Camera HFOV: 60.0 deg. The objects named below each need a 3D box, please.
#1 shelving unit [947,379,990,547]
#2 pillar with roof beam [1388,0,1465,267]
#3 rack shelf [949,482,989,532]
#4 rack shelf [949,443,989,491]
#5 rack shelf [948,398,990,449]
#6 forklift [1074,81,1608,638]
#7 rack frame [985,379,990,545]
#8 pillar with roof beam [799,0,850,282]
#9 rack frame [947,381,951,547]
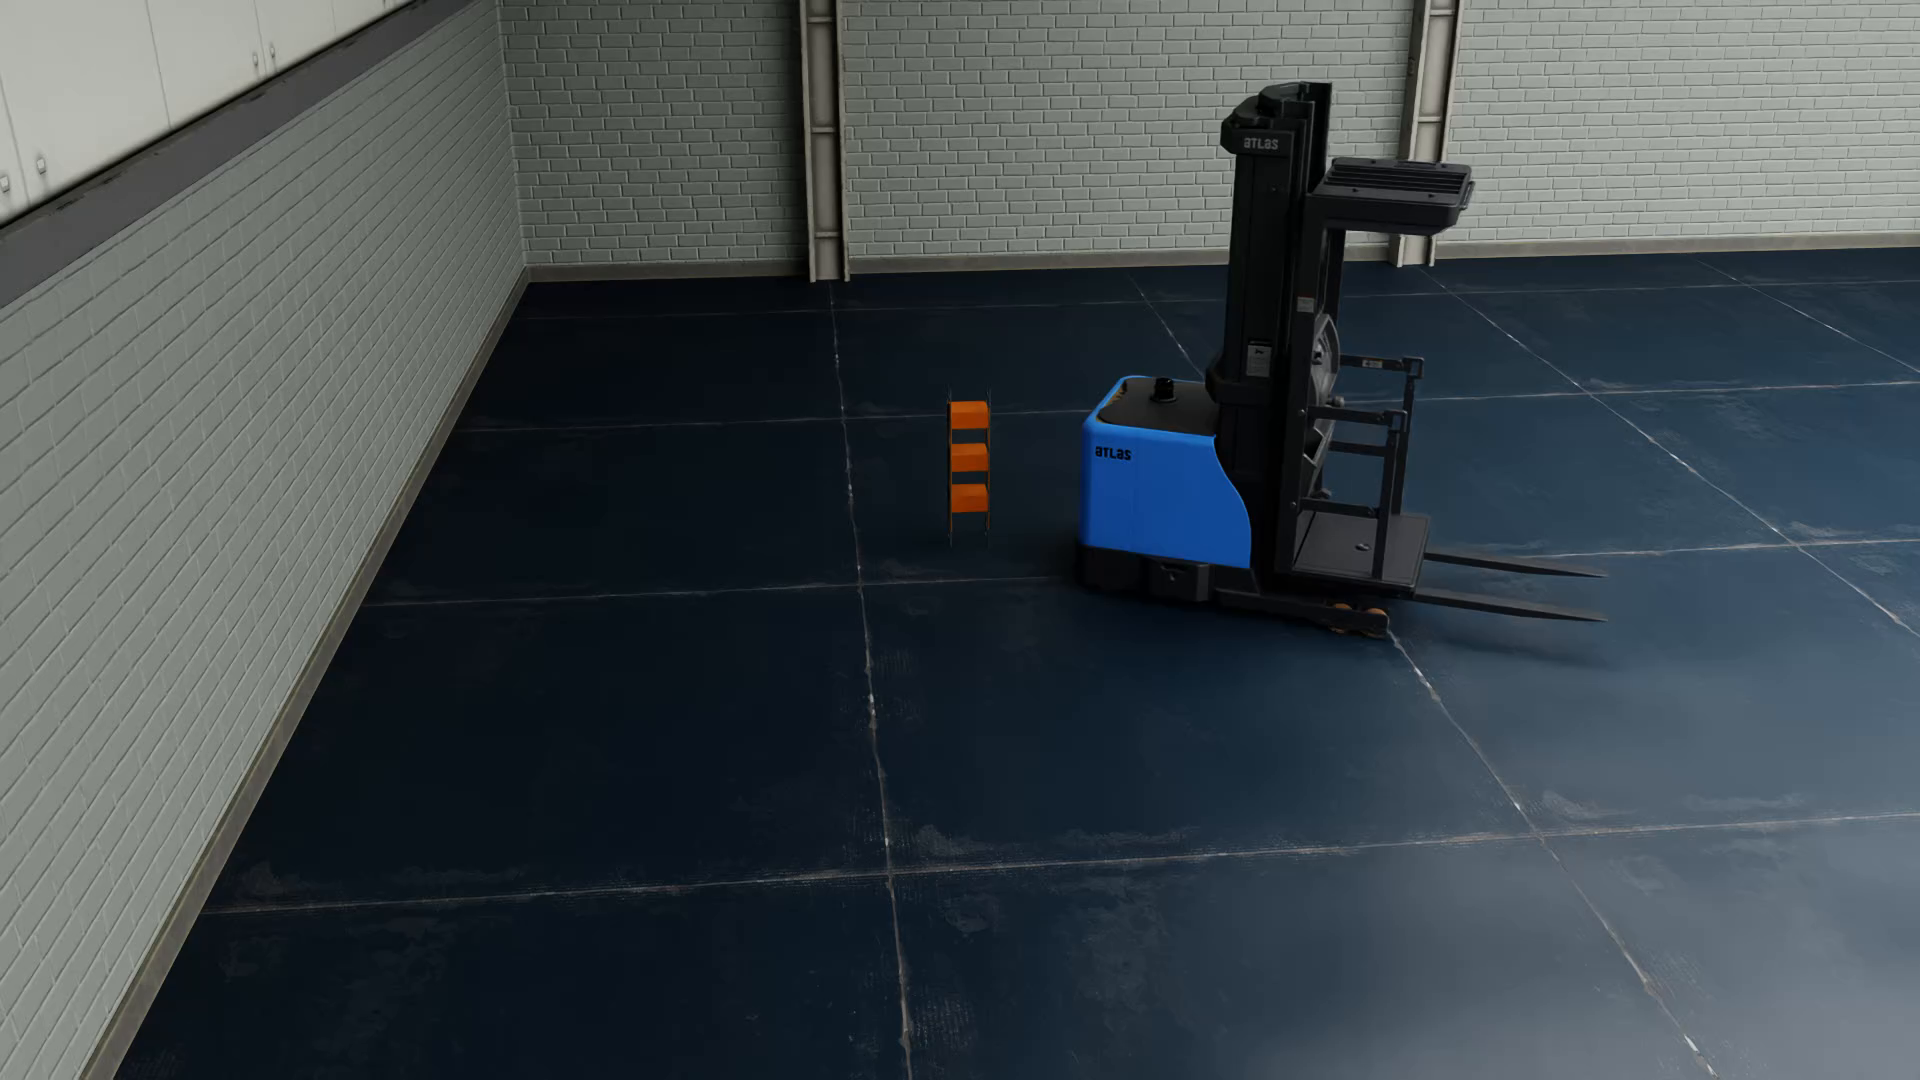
[{"bbox_3d":[0.053,-0.482,10.542,0.252,1.050,0.215,-2,24,-5],"label":"shelving unit"},{"bbox_3d":[5.083,-5.242,11.464,0.400,9.000,9.100,-2,24,-5],"label":"pillar with roof beam"},{"bbox_3d":[0.053,-0.218,10.659,0.240,0.259,0.215,-2,24,-5],"label":"rack shelf"},{"bbox_3d":[0.053,-0.472,10.546,0.240,0.259,0.215,-2,24,-5],"label":"rack shelf"},{"bbox_3d":[0.053,-0.732,10.431,0.240,0.259,0.215,-2,24,-5],"label":"rack shelf"},{"bbox_3d":[2.268,-1.023,9.444,3.031,2.935,1.130,8,25,18],"label":"forklift"},{"bbox_3d":[0.175,-0.487,10.552,0.008,1.050,0.200,-2,24,-5],"label":"rack frame"},{"bbox_3d":[-0.888,-5.003,10.926,0.400,9.000,9.100,-2,24,-5],"label":"pillar with roof beam"},{"bbox_3d":[-0.068,-0.477,10.531,0.008,1.050,0.200,-2,24,-5],"label":"rack frame"}]
